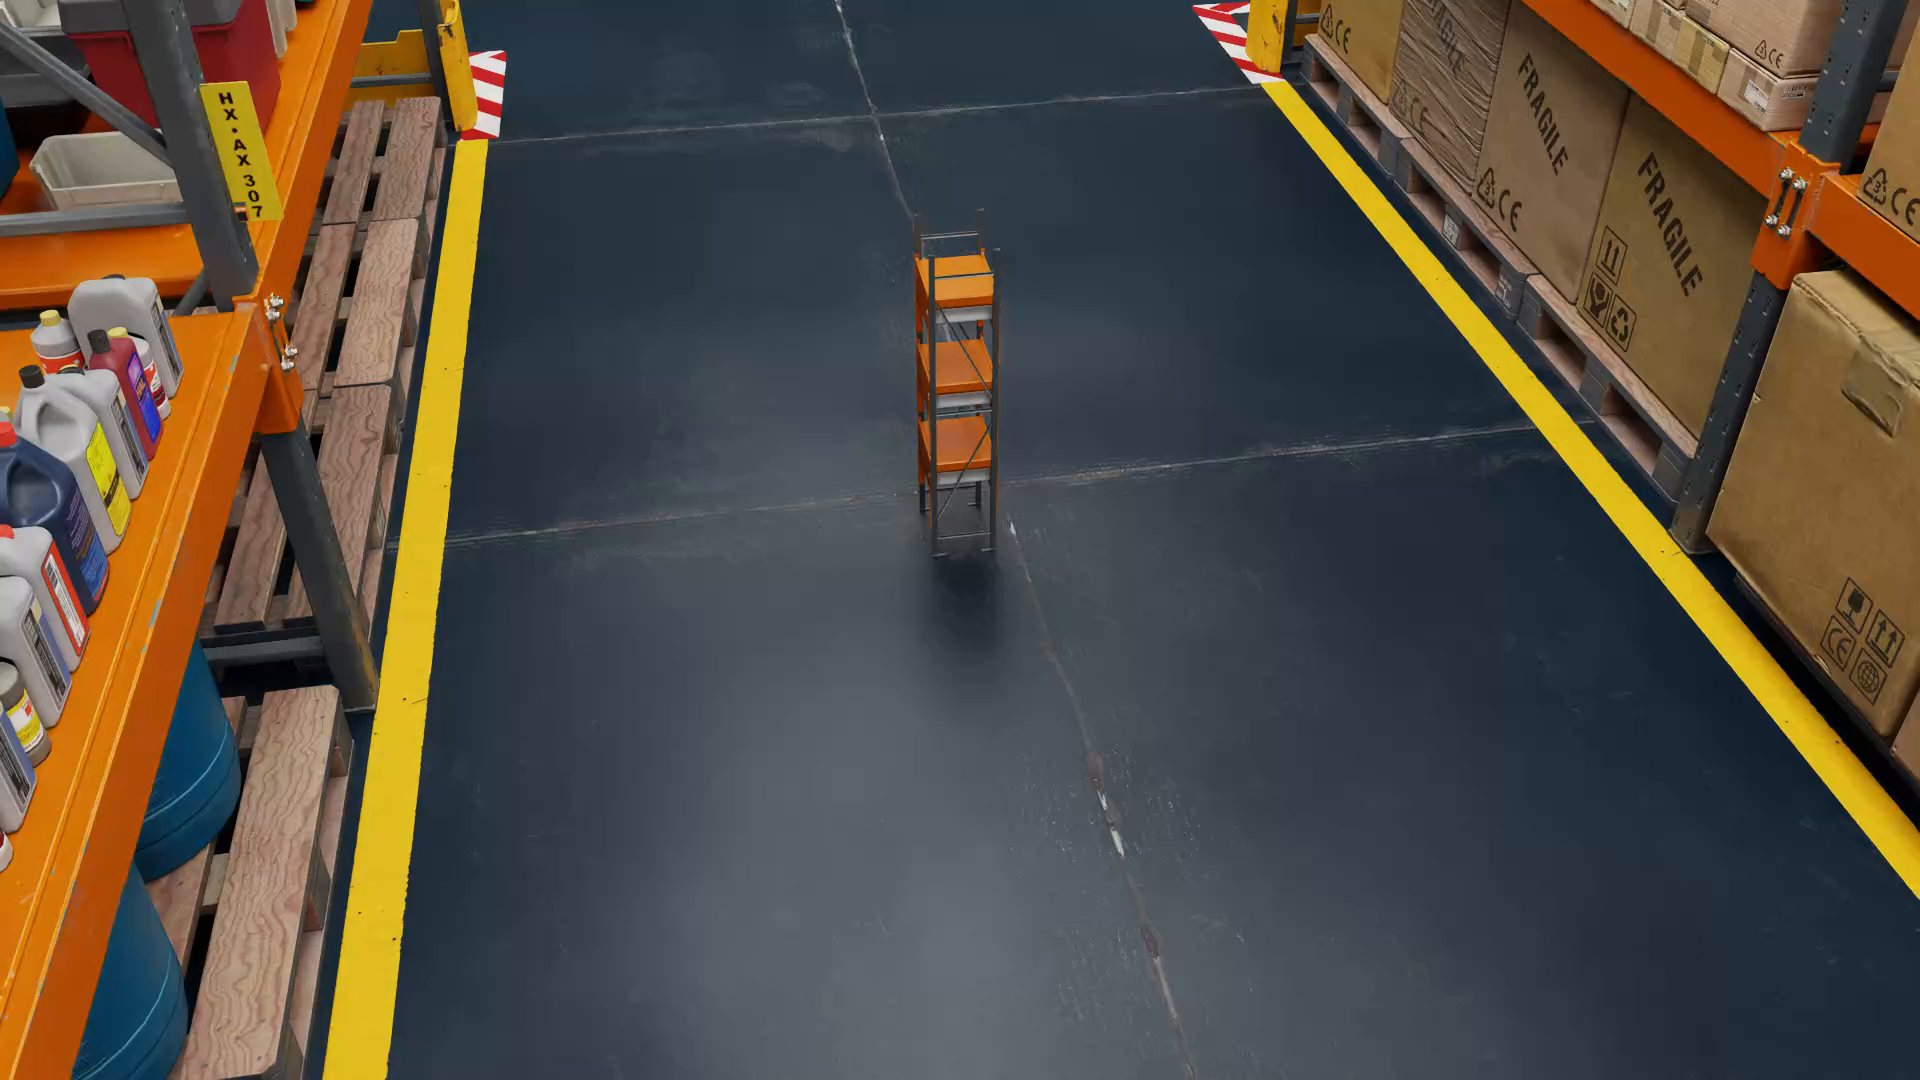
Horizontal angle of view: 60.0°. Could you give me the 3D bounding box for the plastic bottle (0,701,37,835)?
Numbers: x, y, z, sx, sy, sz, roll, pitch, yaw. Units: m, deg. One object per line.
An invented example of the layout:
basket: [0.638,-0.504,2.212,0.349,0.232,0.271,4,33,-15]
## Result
plastic bottle: [-1.525,0.310,2.507,0.152,0.276,0.135,-6,38,-8]

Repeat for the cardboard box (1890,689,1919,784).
cardboard box: [3.036,0.376,3.711,1.225,0.875,0.875,-7,38,-10]

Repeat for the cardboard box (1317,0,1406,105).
cardboard box: [2.236,-2.586,7.523,0.875,0.875,0.875,-6,38,-8]

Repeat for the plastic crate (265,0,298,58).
plastic crate: [-2.216,-1.607,4.922,0.437,0.282,0.530,-6,38,-8]

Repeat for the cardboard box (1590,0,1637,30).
cardboard box: [2.236,-1.737,5.245,0.380,0.149,0.250,-6,38,-7]

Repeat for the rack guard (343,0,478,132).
rack guard: [-2.848,-2.130,7.585,1.175,0.500,0.348,-6,38,-8]

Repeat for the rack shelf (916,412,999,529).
rack shelf: [-0.009,-0.219,5.147,0.215,0.259,0.240,-6,38,-8]

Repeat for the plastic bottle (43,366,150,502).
plastic bottle: [-1.678,-0.216,3.184,0.152,0.276,0.135,-6,38,-8]

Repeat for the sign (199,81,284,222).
sign: [-1.588,-0.856,3.681,0.100,0.325,0.005,-6,38,-8]

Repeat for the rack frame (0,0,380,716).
rack frame: [-2.129,-0.688,3.691,1.000,3.000,0.127,-6,38,-8]

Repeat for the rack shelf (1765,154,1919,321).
rack shelf: [3.097,0.271,3.043,1.077,0.370,4.000,-6,38,-8]

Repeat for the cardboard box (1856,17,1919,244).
cardboard box: [2.581,-0.956,3.954,0.500,0.500,0.500,-6,38,-8]

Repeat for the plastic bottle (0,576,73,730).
plastic bottle: [-1.566,0.170,2.687,0.152,0.276,0.135,-6,38,-8]

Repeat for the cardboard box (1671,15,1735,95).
cardboard box: [2.325,-1.427,4.846,0.380,0.149,0.250,-6,38,-7]

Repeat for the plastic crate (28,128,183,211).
plastic crate: [-2.070,-0.904,4.135,0.396,0.136,0.243,-6,38,-8]

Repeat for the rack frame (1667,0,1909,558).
rack frame: [2.747,-1.221,4.377,1.000,3.000,0.127,-6,38,-8]

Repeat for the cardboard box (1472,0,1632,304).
cardboard box: [2.552,-1.499,6.124,0.875,0.875,0.875,-6,38,-8]

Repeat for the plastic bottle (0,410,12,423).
plastic bottle: [-1.788,-0.133,3.017,0.144,0.351,0.185,-6,38,-8]

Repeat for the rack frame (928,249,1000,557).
rack frame: [0.012,-0.373,4.875,0.200,1.050,0.008,-6,38,-8]

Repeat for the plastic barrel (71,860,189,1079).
plastic barrel: [-1.927,0.732,3.230,0.600,0.901,0.708,-6,38,-8]

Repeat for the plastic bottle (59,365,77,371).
plastic bottle: [-1.731,-0.253,3.292,0.097,0.201,0.097,0,38,0]

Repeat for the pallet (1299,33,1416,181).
pallet: [2.263,-2.061,7.731,1.003,0.211,1.213,-6,38,-8]

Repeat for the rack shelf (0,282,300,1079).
rack shelf: [-1.779,0.804,2.357,1.077,0.370,4.000,-6,38,-8]

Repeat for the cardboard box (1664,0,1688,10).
cardboard box: [2.318,-1.830,5.041,0.500,0.250,0.500,-5,38,-7]

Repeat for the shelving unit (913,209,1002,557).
shelving unit: [-0.009,-0.447,4.970,0.215,1.050,0.252,-6,38,-8]

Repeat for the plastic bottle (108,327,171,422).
plastic bottle: [-1.695,-0.340,3.404,0.097,0.201,0.097,0,38,0]

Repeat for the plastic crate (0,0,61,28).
plastic crate: [-2.731,-1.627,5.066,0.293,0.136,0.466,-6,38,-8]

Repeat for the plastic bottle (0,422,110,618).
plastic bottle: [-1.614,-0.037,2.893,0.144,0.351,0.185,-6,38,-8]

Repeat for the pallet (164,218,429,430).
pallet: [-2.514,-0.766,6.063,1.003,0.211,1.213,-6,38,-8]

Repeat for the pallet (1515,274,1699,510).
pallet: [2.690,-0.588,5.834,1.003,0.211,1.213,-6,38,-8]

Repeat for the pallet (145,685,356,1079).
pallet: [-2.035,0.883,3.941,1.003,0.211,1.213,-6,38,-8]
